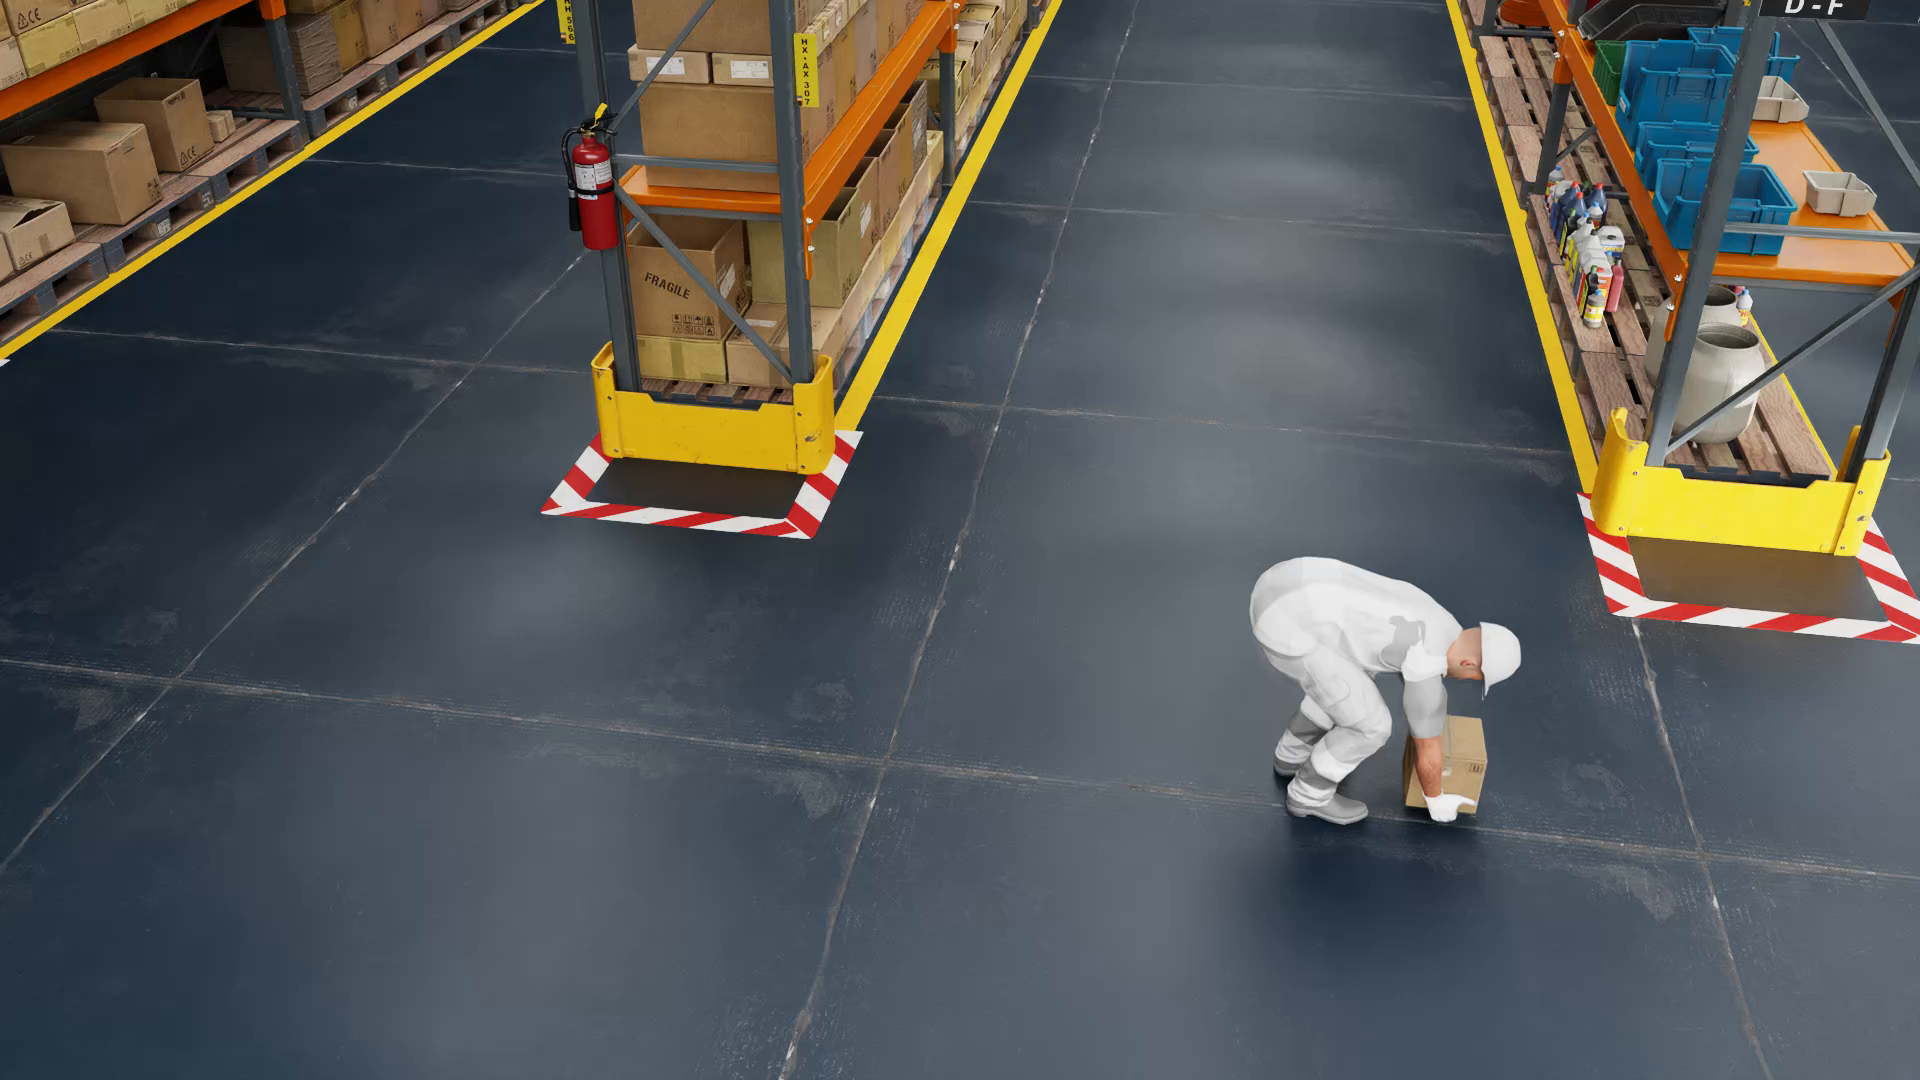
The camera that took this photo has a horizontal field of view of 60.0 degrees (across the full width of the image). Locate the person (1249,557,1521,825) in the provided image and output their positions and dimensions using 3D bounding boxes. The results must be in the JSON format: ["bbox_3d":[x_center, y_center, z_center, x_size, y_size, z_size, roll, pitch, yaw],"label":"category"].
[{"bbox_3d":[1.496,0.537,5.997,0.950,0.997,0.524,4,32,6],"label":"person"}]
